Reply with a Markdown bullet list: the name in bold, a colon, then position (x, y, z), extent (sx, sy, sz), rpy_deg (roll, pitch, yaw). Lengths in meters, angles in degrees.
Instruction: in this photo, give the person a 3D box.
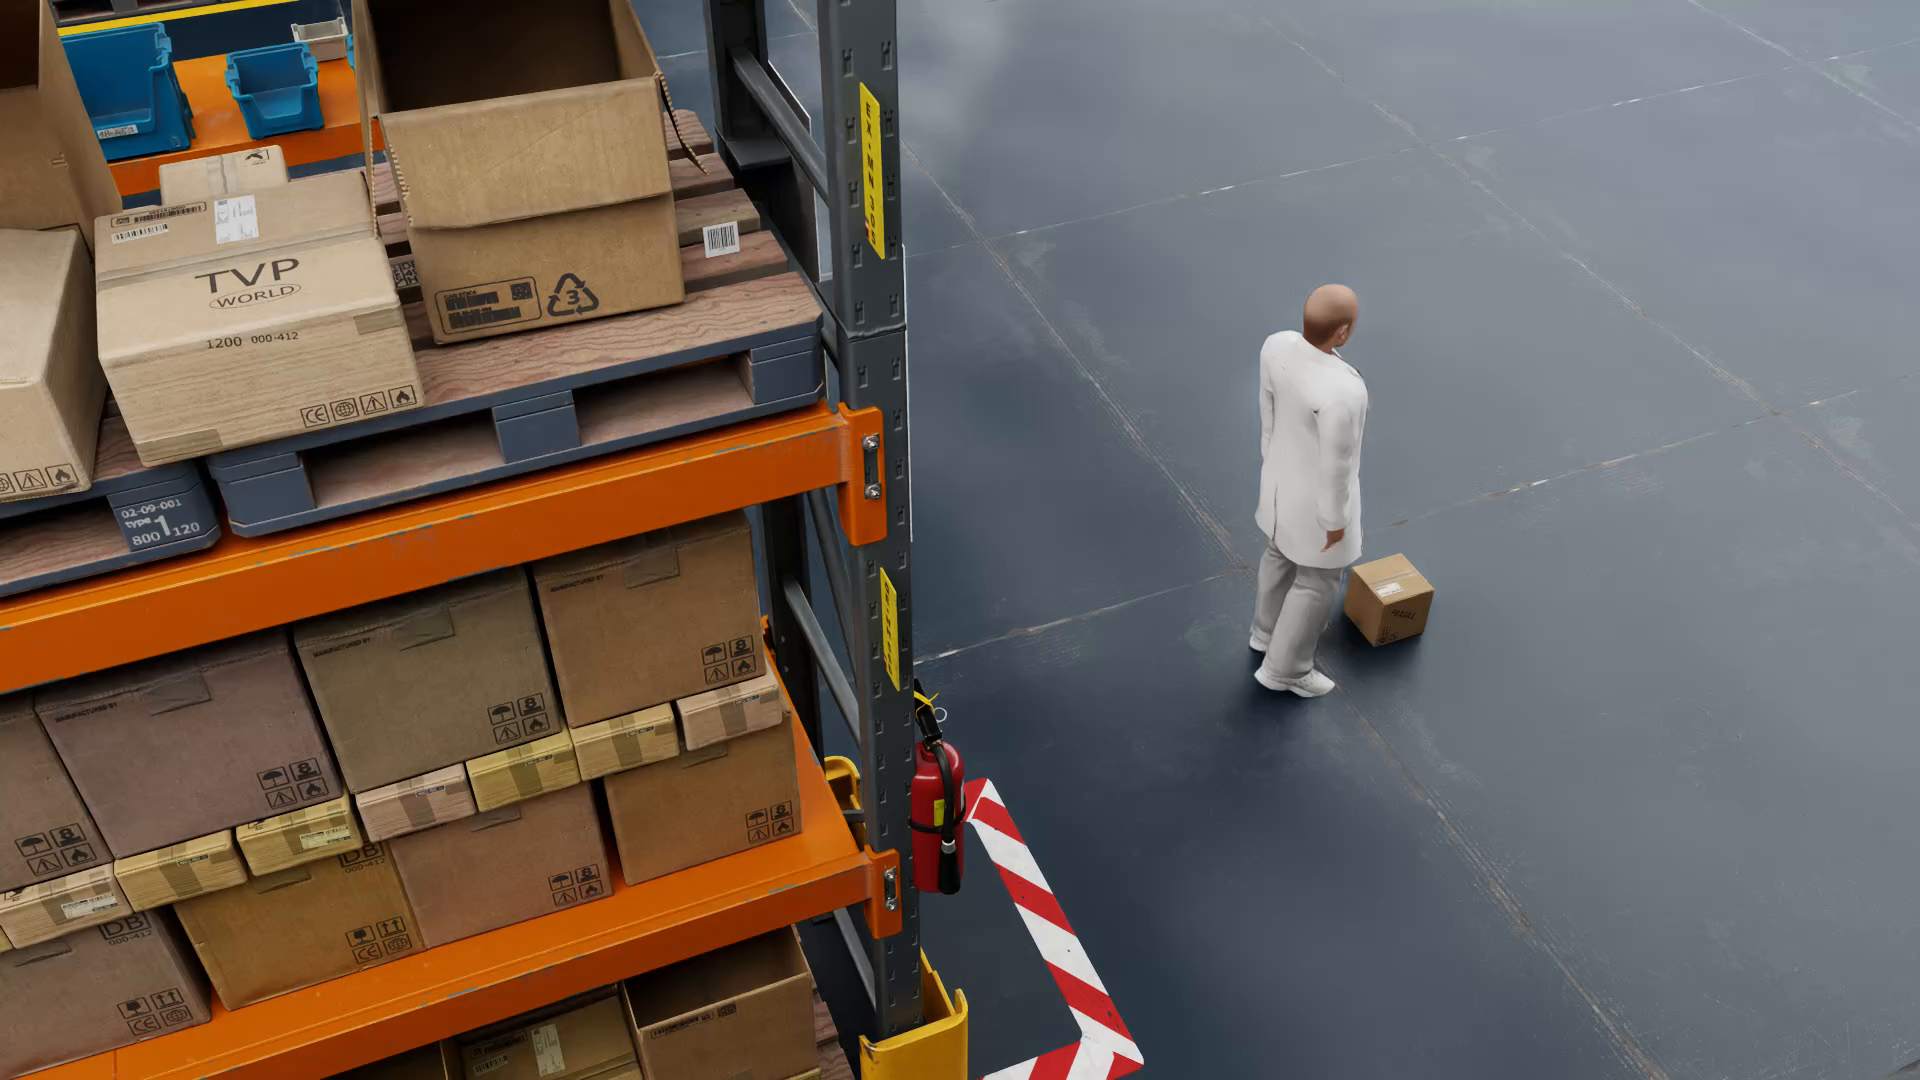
- **person**: position (1.365, -0.191, 6.417), extent (0.485, 1.840, 0.577), rpy_deg (-15, 43, -17)
